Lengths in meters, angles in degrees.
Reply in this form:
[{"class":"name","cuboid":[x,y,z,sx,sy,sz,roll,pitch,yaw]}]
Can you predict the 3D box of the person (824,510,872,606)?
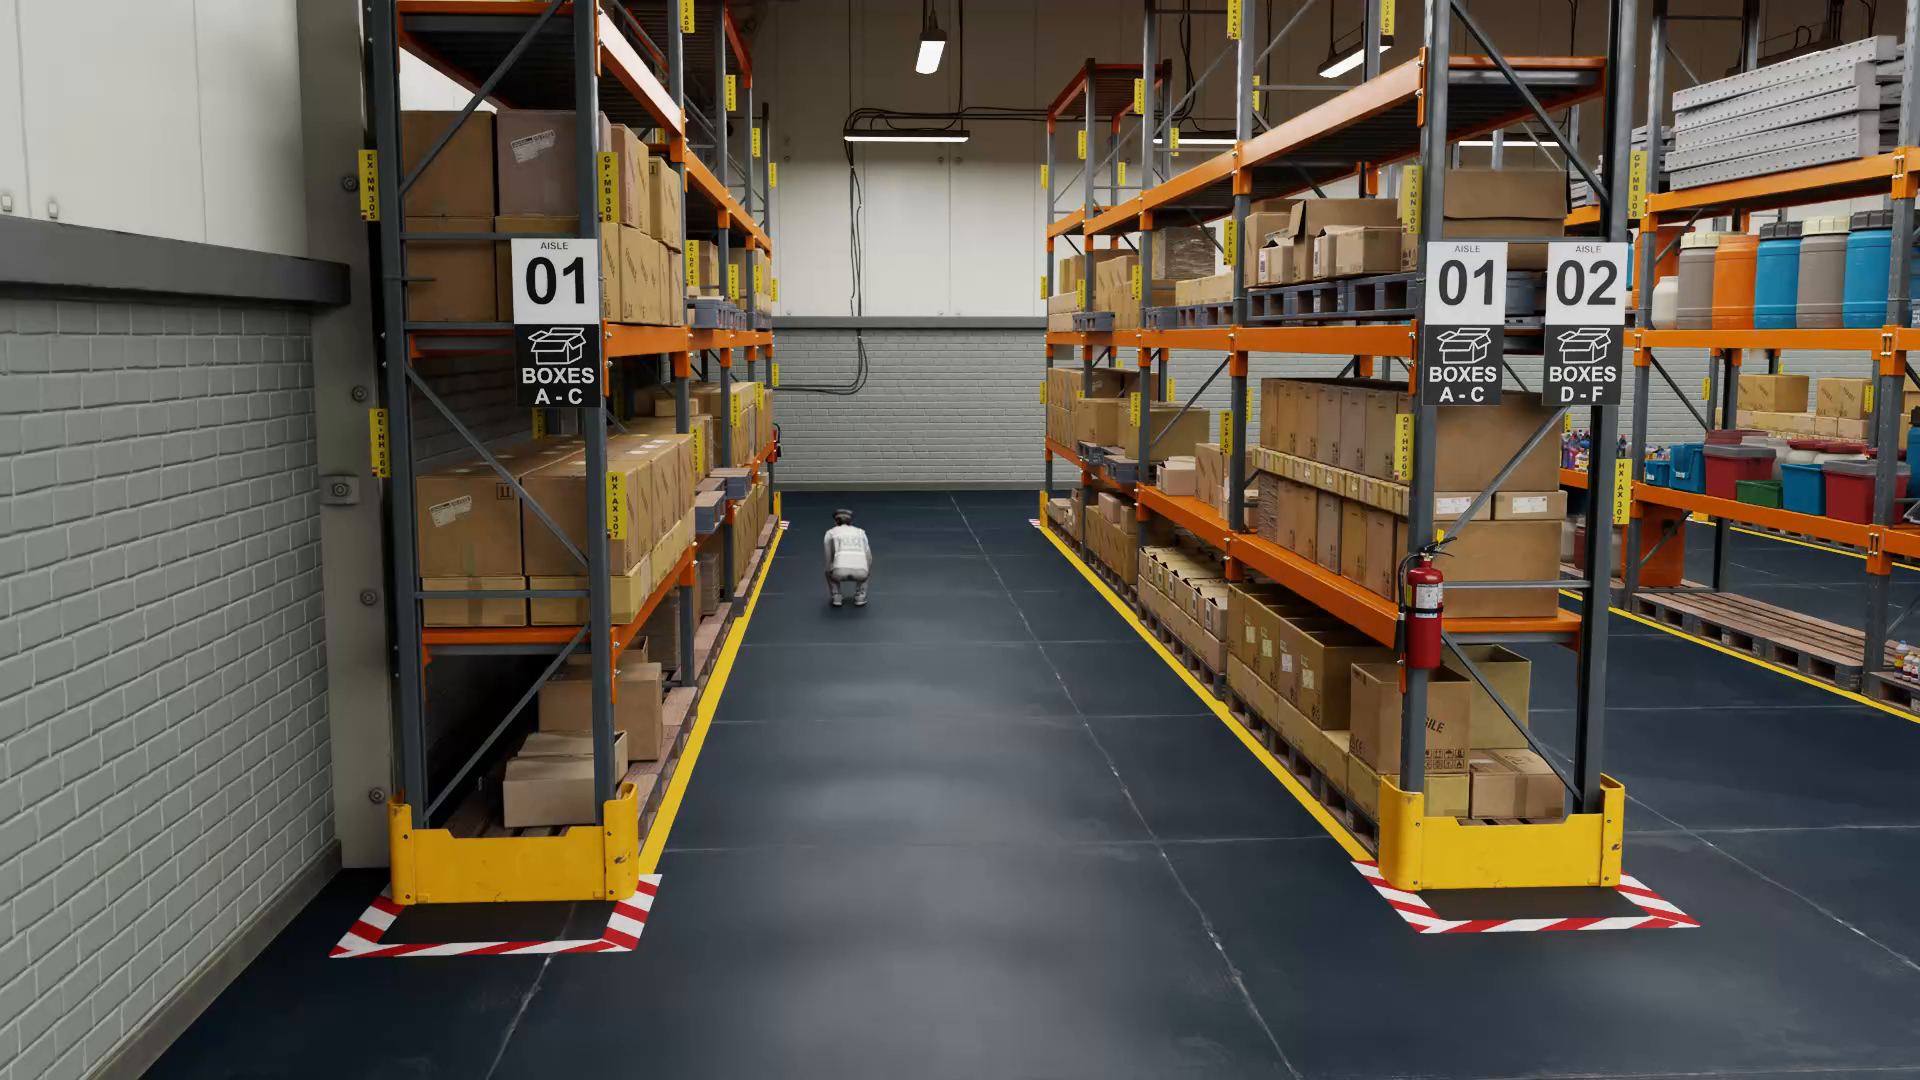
[{"class":"person","cuboid":[-1.155,0.179,17.236,0.500,0.964,0.824,0,7,-4]}]
